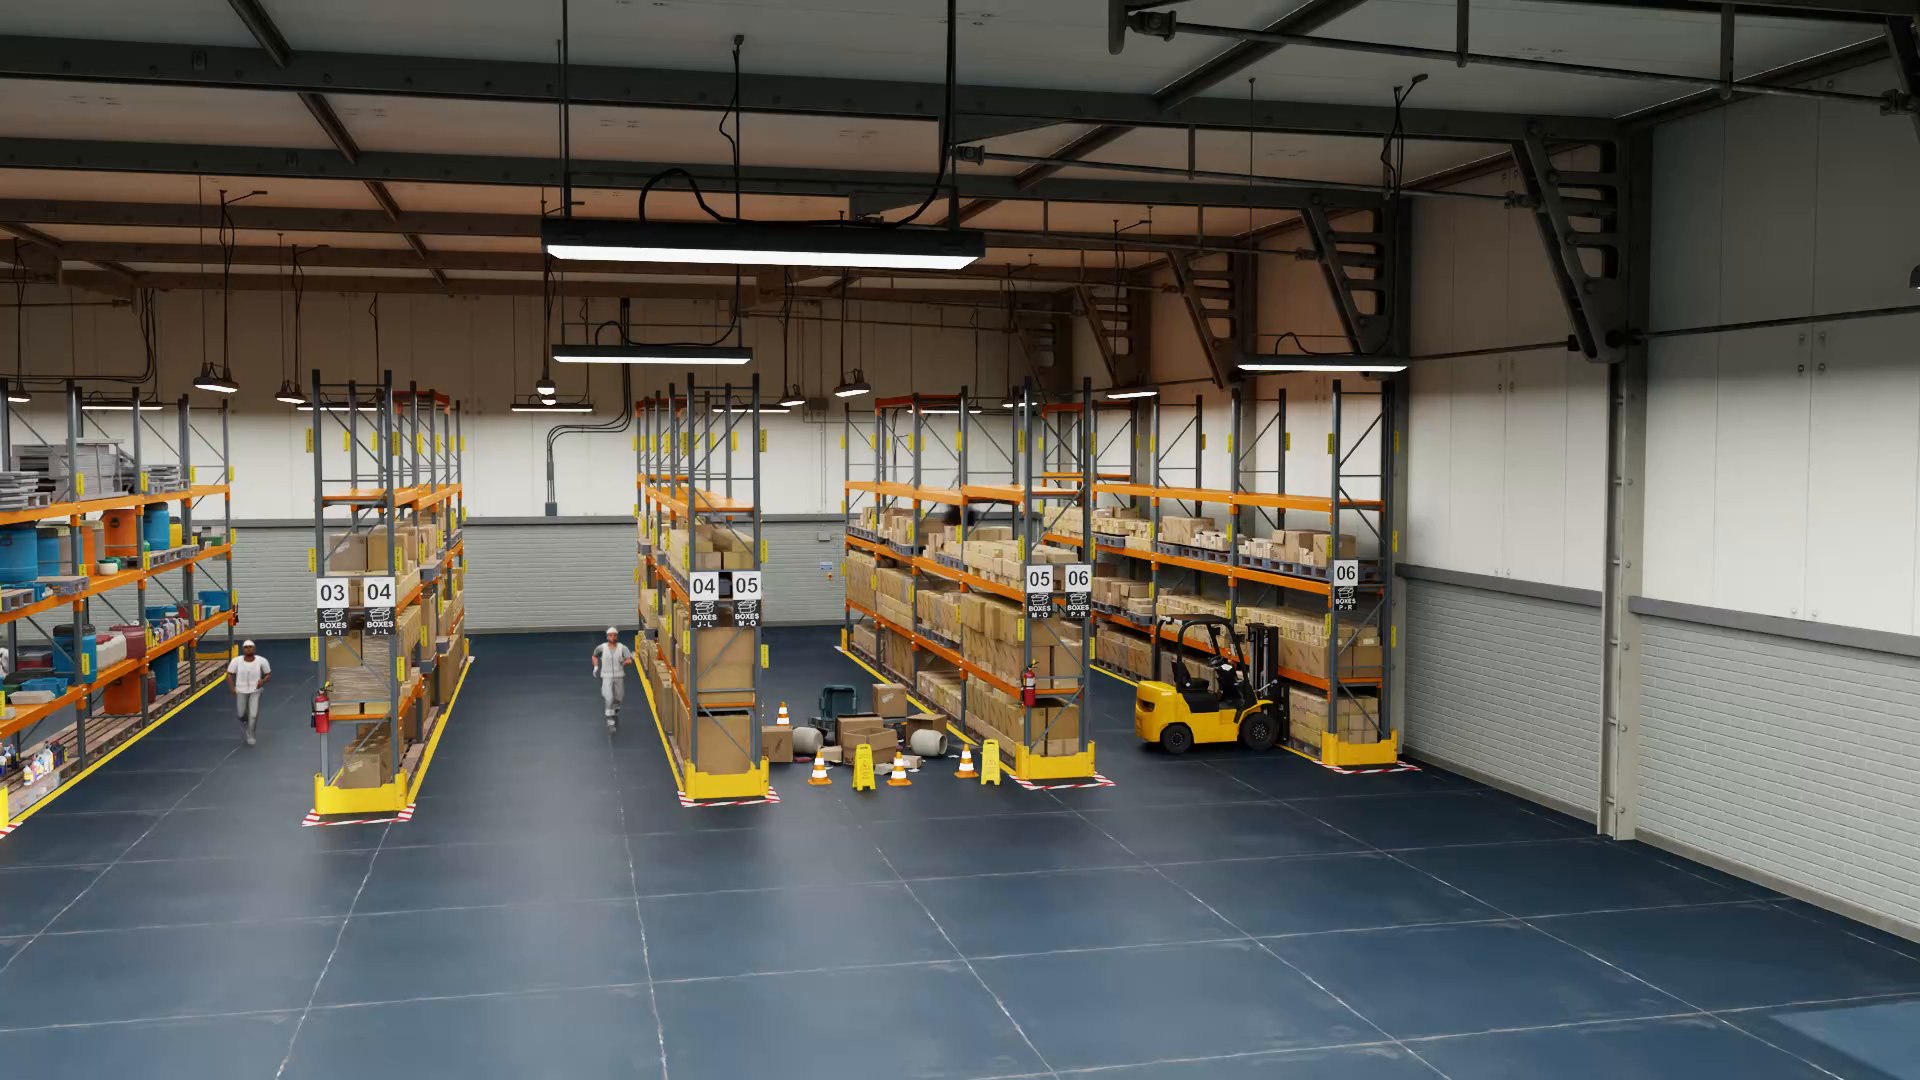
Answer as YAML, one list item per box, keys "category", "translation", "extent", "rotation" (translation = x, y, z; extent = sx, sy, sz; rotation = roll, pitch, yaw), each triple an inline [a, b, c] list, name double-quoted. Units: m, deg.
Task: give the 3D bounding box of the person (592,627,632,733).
- category: "person"
  translation: [-6.045, 2.405, 28.953]
  extent: [0.659, 1.773, 1.003]
  rotation: [-1, 3, -19]

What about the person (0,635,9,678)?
- category: "person"
  translation: [-16.874, 2.496, 29.121]
  extent: [0.589, 1.756, 0.723]
  rotation: [-1, 3, -11]

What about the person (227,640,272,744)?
- category: "person"
  translation: [-11.921, 2.537, 27.889]
  extent: [0.703, 1.724, 0.610]
  rotation: [-1, 3, -19]
